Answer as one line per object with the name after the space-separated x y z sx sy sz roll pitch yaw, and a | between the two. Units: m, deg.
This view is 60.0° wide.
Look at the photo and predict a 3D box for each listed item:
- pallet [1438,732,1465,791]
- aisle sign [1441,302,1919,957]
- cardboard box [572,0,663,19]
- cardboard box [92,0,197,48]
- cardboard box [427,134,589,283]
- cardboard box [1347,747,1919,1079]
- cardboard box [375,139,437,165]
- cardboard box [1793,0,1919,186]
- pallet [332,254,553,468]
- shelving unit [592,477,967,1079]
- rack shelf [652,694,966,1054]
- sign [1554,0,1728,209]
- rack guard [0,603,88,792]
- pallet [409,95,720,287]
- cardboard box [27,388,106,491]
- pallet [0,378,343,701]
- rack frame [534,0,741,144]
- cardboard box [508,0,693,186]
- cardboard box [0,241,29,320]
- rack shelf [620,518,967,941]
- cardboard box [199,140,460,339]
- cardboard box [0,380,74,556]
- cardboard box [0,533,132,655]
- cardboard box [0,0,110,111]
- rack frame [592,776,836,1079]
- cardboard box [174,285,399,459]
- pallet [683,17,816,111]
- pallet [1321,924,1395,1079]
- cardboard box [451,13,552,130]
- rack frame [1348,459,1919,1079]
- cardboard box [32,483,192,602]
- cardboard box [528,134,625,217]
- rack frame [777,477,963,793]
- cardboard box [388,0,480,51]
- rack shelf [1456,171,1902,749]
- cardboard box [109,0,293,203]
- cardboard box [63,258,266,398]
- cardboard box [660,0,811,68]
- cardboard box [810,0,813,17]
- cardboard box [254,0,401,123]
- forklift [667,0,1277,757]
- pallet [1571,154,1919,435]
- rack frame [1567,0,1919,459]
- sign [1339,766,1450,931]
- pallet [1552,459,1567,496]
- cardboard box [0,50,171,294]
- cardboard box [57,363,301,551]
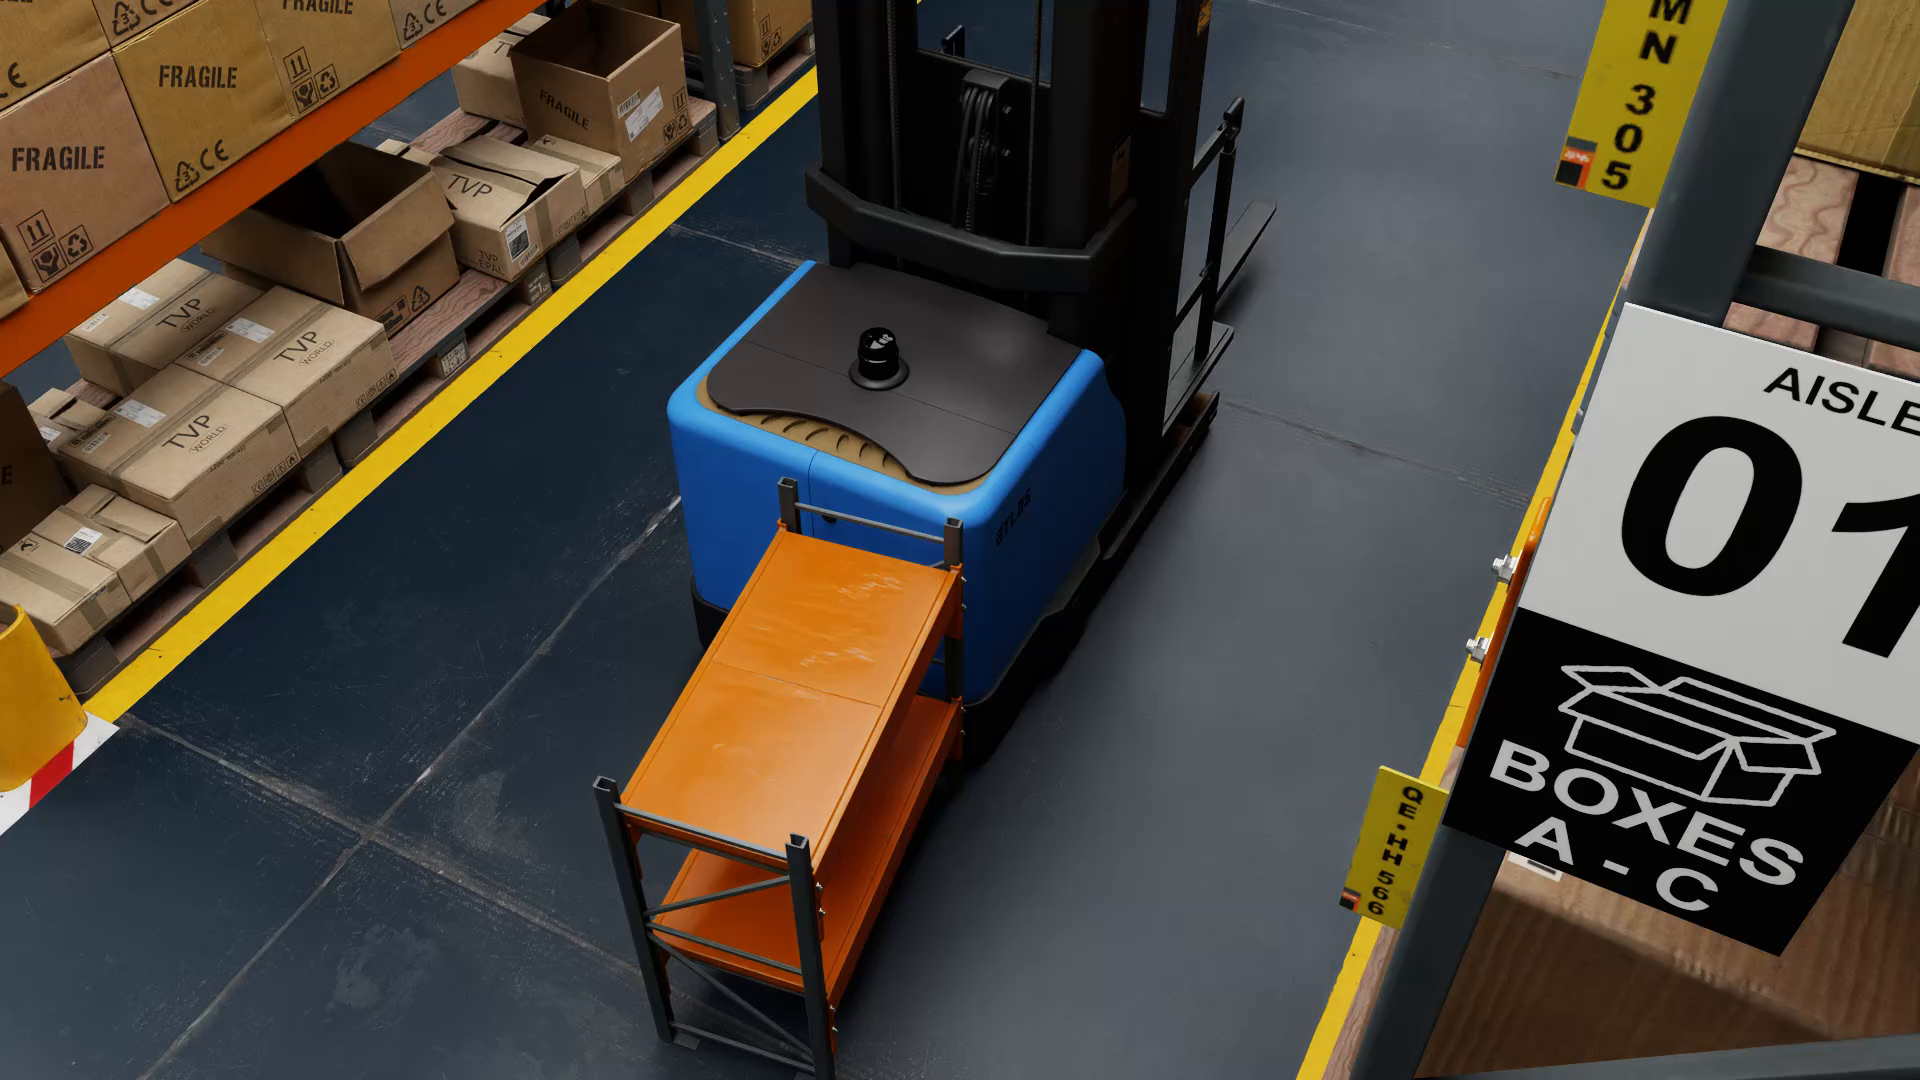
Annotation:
1.929 0.786 4.825 1.003 0.211 1.213 20 49 19 | pallet
0.761 0.133 1.682 0.394 0.787 0.004 20 49 19 | aisle sign
-1.497 -2.734 7.791 0.500 0.500 0.500 20 49 19 | cardboard box
-2.417 -1.757 4.604 0.500 0.500 0.500 21 49 20 | cardboard box
-1.834 -1.337 6.544 0.500 0.311 0.500 20 49 19 | cardboard box
1.288 0.670 2.768 0.980 0.700 0.700 23 50 21 | cardboard box
-2.252 -1.470 6.777 0.380 0.166 0.250 20 49 19 | cardboard box
1.165 -0.633 1.897 0.500 0.250 0.500 22 49 20 | cardboard box
-2.357 -0.869 6.460 1.003 0.211 1.213 20 49 19 | pallet
-0.398 0.639 4.327 0.538 1.125 1.048 14 47 13 | shelving unit
-0.398 0.811 4.501 0.538 0.278 1.000 14 47 13 | rack shelf
0.586 -0.425 1.385 0.100 0.325 0.005 20 49 19 | sign
-3.294 0.298 5.104 1.175 0.500 0.348 20 49 19 | rack guard
-1.792 -1.640 7.223 1.003 0.211 1.213 20 49 19 | pallet
-3.027 -0.341 5.660 0.380 0.166 0.250 20 49 19 | cardboard box
-2.925 -0.103 5.703 1.003 0.211 1.213 20 49 19 | pallet
-1.473 -3.053 6.658 1.000 3.000 0.127 20 49 19 | rack frame
-1.486 -1.876 6.943 0.500 0.500 0.500 20 49 19 | cardboard box
-2.890 -0.760 4.322 0.500 0.500 0.500 21 49 20 | cardboard box
-0.398 0.434 4.119 0.538 0.278 1.000 14 47 13 | rack shelf
-2.340 -1.144 6.218 0.797 0.503 0.637 20 49 19 | cardboard box
-3.295 -0.233 5.319 0.500 0.500 0.500 20 49 19 | cardboard box
-2.831 0.164 5.174 0.380 0.149 0.250 20 49 19 | cardboard box
-2.654 -1.444 4.295 0.500 0.500 0.500 21 49 19 | cardboard box
-0.563 0.981 3.989 0.500 1.125 0.032 14 47 13 | rack frame
-2.361 -0.600 5.858 0.500 0.250 0.500 20 49 19 | cardboard box
-1.128 -2.597 8.169 1.003 0.211 1.213 20 49 19 | pallet
1.362 1.551 4.069 1.003 0.211 1.213 20 49 19 | pallet
-1.859 -2.069 7.267 0.500 0.311 0.500 20 49 19 | cardboard box
1.060 1.100 2.553 1.000 3.000 0.127 20 49 19 | rack frame
-2.715 0.001 5.323 0.380 0.166 0.250 20 49 19 | cardboard box
-1.607 -1.496 6.815 0.380 0.149 0.250 20 49 19 | cardboard box
-0.233 0.298 4.665 0.500 1.125 0.032 14 47 13 | rack frame
-1.952 -2.039 5.585 0.500 0.500 0.500 22 49 20 | cardboard box
1.988 -0.961 2.988 1.077 0.370 4.000 20 49 19 | rack shelf
-2.419 -1.402 4.957 0.500 0.500 0.500 20 49 19 | cardboard box
-2.828 -0.733 5.990 0.500 0.250 0.500 20 49 19 | cardboard box
-1.032 -2.553 7.612 0.500 0.500 0.500 18 48 17 | cardboard box
-0.794 -2.893 7.948 0.500 0.500 0.500 21 49 20 | cardboard box
-2.186 -1.717 5.267 0.500 0.500 0.500 21 49 20 | cardboard box
0.294 -1.426 5.099 1.130 2.935 3.031 21 49 19 | forklift
1.395 -0.394 1.983 1.003 0.211 1.213 20 49 19 | pallet
1.060 -1.008 0.420 1.000 3.000 0.127 20 49 19 | rack frame
0.586 0.422 2.243 0.100 0.325 0.005 20 49 19 | sign
2.495 0.014 5.588 1.003 0.211 1.213 20 49 19 | pallet
-2.655 -1.087 4.645 0.500 0.500 0.500 20 49 19 | cardboard box
-2.594 -0.285 5.546 0.500 0.250 0.500 20 49 19 | cardboard box
